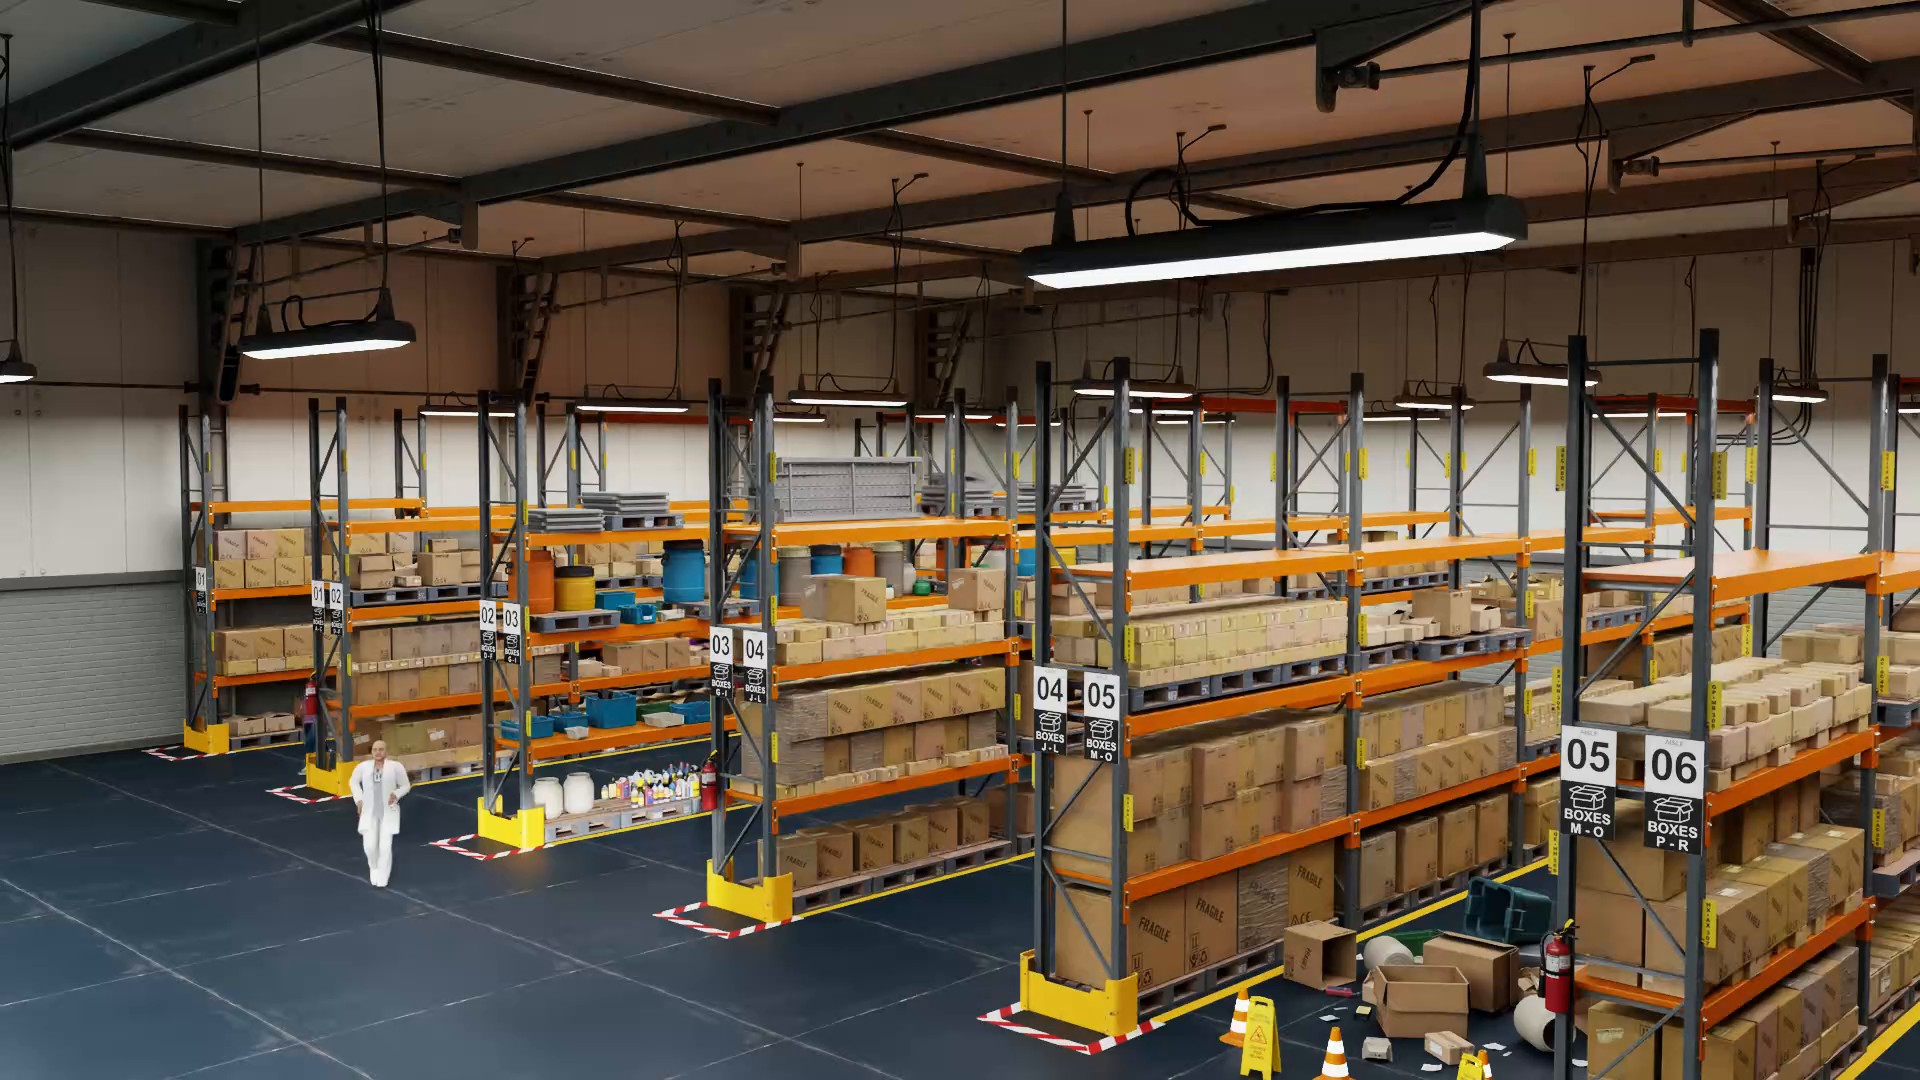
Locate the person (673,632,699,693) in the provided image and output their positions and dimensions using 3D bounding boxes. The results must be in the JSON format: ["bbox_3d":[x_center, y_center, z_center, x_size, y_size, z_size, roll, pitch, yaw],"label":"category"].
[{"bbox_3d":[-5.508,2.556,32.742,0.681,1.824,0.830,3,4,40],"label":"person"}]

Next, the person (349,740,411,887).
[{"bbox_3d":[-6.896,3.252,19.707,0.719,1.737,0.622,-1,3,-11],"label":"person"}]

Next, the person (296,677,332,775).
[{"bbox_3d":[-10.417,2.963,26.956,0.550,1.596,0.763,1,3,24],"label":"person"}]
